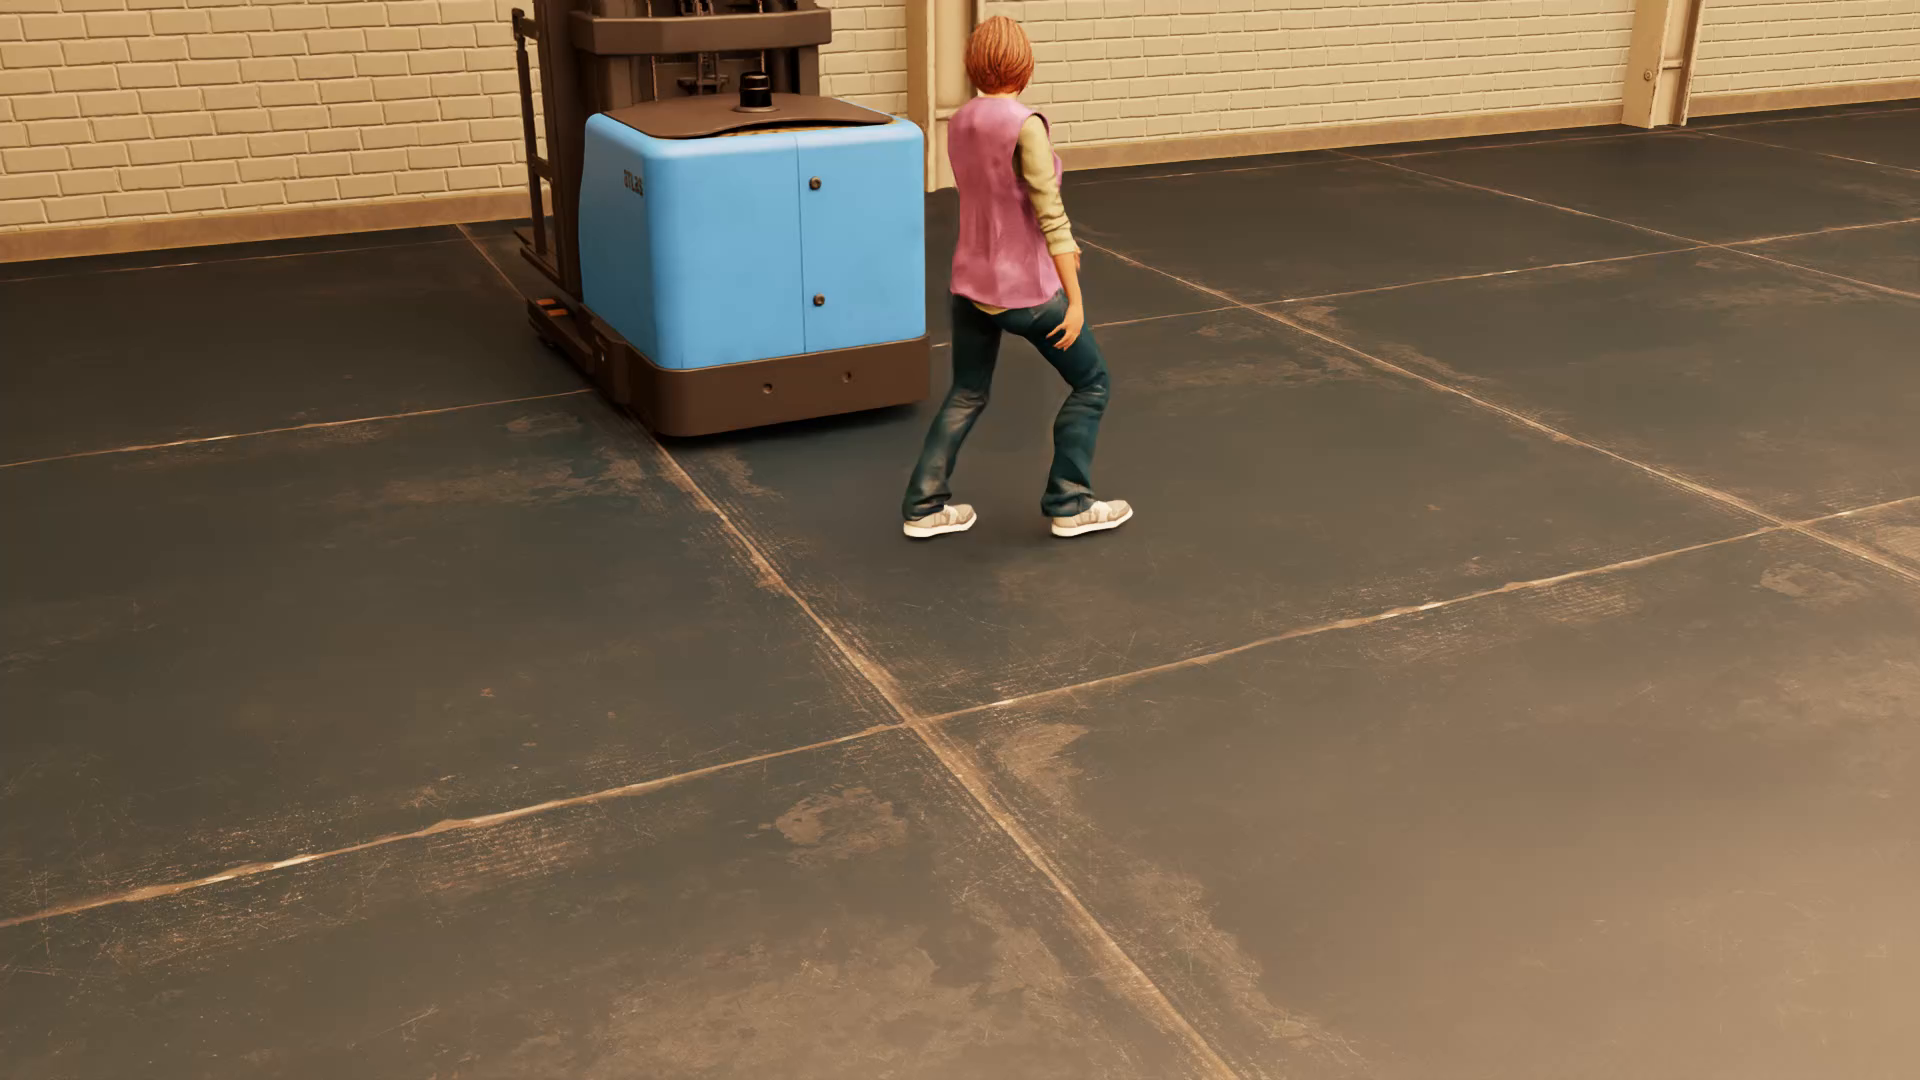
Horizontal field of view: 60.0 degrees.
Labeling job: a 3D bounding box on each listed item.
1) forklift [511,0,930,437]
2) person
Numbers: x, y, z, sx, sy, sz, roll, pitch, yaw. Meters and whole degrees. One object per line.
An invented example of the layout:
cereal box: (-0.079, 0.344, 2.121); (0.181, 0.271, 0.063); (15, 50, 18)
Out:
forklift: (-1.228, -2.239, 6.676); (1.130, 2.935, 3.031); (-11, 25, -25)
person: (0.189, -0.737, 4.888); (0.686, 1.536, 0.536); (-20, 30, -40)
